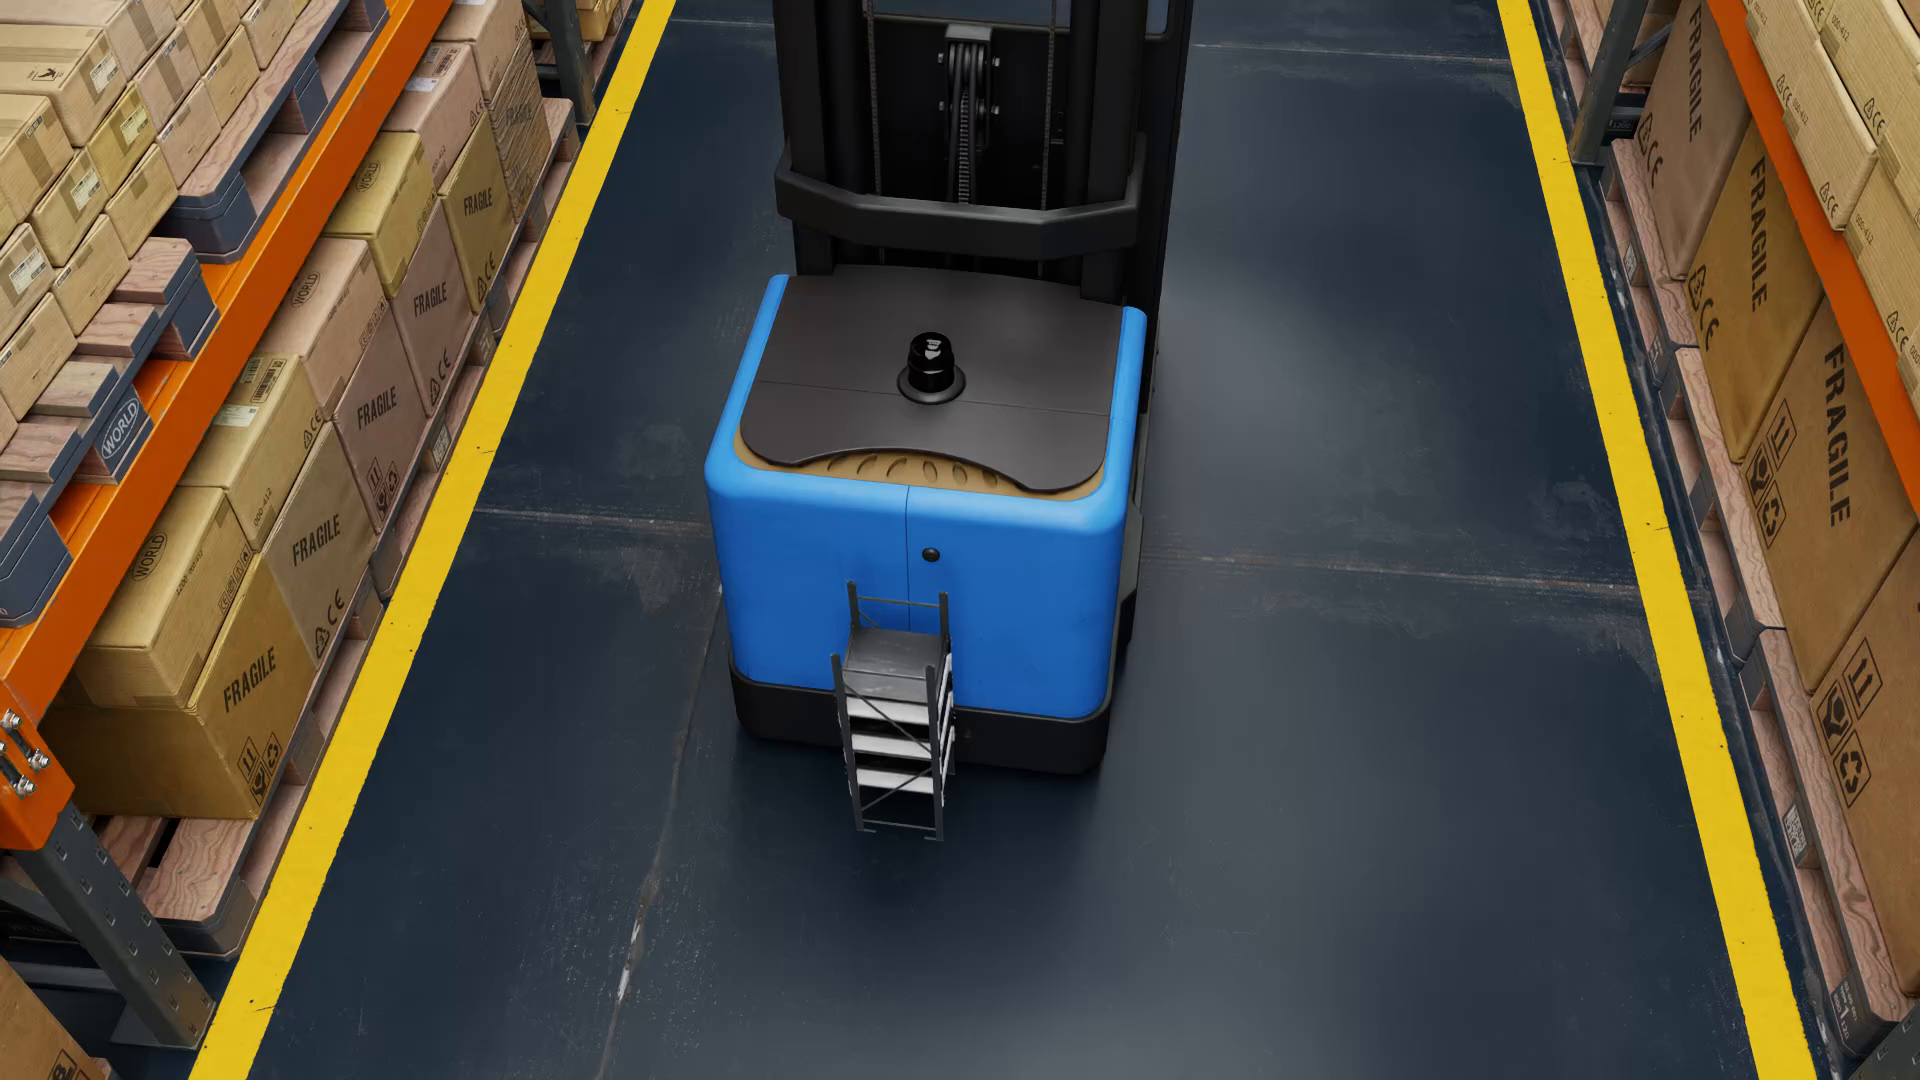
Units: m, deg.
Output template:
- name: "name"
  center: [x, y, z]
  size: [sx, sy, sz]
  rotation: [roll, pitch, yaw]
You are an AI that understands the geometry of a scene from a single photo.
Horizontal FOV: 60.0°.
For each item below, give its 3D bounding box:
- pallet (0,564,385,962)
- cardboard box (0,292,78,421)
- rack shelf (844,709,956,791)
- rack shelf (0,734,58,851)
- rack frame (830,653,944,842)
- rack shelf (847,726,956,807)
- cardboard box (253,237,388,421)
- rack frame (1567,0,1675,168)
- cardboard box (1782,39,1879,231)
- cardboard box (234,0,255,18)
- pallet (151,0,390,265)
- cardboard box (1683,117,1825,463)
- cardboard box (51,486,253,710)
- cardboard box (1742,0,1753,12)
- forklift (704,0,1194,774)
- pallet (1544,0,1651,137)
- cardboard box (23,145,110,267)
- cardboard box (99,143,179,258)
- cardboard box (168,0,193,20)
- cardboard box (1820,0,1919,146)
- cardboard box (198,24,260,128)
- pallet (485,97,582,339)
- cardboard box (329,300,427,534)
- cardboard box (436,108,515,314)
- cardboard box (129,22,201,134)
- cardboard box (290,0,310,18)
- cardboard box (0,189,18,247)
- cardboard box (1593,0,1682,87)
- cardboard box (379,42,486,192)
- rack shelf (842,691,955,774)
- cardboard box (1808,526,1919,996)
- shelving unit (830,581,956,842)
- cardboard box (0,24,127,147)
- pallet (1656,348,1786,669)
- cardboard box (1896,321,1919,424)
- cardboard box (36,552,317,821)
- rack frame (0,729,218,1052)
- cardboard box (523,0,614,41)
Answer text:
- name: "pallet"
  center: [-2.296, 0.536, 4.617]
  size: [1.003, 0.211, 1.213]
  rotation: [4, 48, 4]
- name: "cardboard box"
  center: [-2.103, -0.400, 3.469]
  size: [0.380, 0.149, 0.250]
  rotation: [6, 48, 5]
- name: "rack shelf"
  center: [-0.153, 0.528, 4.310]
  size: [0.258, 0.077, 0.200]
  rotation: [6, 55, 6]
- name: "rack shelf"
  center: [-2.551, 1.882, 1.984]
  size: [1.077, 0.370, 4.000]
  rotation: [4, 48, 4]
- name: "rack frame"
  center: [-0.170, 0.538, 4.151]
  size: [0.240, 0.900, 0.006]
  rotation: [6, 55, 6]
- name: "rack shelf"
  center: [-0.151, 0.581, 4.383]
  size: [0.258, 0.077, 0.200]
  rotation: [6, 55, 6]
- name: "cardboard box"
  center: [-1.961, -0.608, 4.674]
  size: [0.500, 0.250, 0.500]
  rotation: [4, 48, 4]
- name: "rack frame"
  center: [2.934, -2.512, 5.514]
  size: [1.000, 3.000, 0.127]
  rotation: [4, 48, 4]
- name: "cardboard box"
  center: [2.468, -1.033, 4.263]
  size: [0.500, 0.250, 0.500]
  rotation: [3, 48, 3]
- name: "cardboard box"
  center: [-1.988, -1.475, 4.250]
  size: [0.380, 0.149, 0.250]
  rotation: [5, 48, 5]
- name: "pallet"
  center: [-2.229, -1.224, 4.466]
  size: [1.003, 0.211, 1.213]
  rotation: [4, 48, 4]
- name: "cardboard box"
  center: [2.883, -0.811, 5.114]
  size: [0.875, 0.875, 0.875]
  rotation: [5, 48, 5]
- name: "cardboard box"
  center: [-2.065, 0.128, 4.002]
  size: [0.500, 0.250, 0.500]
  rotation: [2, 48, 2]
- name: "cardboard box"
  center: [2.585, -1.775, 4.942]
  size: [0.500, 0.250, 0.500]
  rotation: [3, 48, 3]
- name: "forklift"
  center: [0.092, -1.449, 4.589]
  size: [1.130, 2.935, 3.031]
  rotation: [6, 48, 6]
- name: "pallet"
  center: [3.081, -2.124, 7.050]
  size: [1.003, 0.211, 1.213]
  rotation: [4, 48, 4]
- name: "cardboard box"
  center: [-2.081, -0.726, 3.565]
  size: [0.380, 0.149, 0.250]
  rotation: [3, 48, 2]
- name: "cardboard box"
  center: [-2.056, -0.797, 3.832]
  size: [0.380, 0.149, 0.250]
  rotation: [6, 48, 5]
- name: "cardboard box"
  center: [-2.016, -1.381, 3.963]
  size: [0.380, 0.149, 0.250]
  rotation: [5, 48, 5]
- name: "cardboard box"
  center: [2.477, -1.200, 4.077]
  size: [0.500, 0.250, 0.500]
  rotation: [3, 48, 2]
- name: "cardboard box"
  center: [-2.008, -1.177, 4.180]
  size: [0.380, 0.149, 0.250]
  rotation: [4, 48, 4]
- name: "pallet"
  center: [-2.074, -1.257, 6.257]
  size: [1.003, 0.211, 1.213]
  rotation: [4, 48, 4]
- name: "cardboard box"
  center: [-1.966, -0.379, 4.973]
  size: [0.500, 0.500, 0.500]
  rotation: [3, 48, 3]
- name: "cardboard box"
  center: [-1.868, -1.131, 5.661]
  size: [0.500, 0.500, 0.500]
  rotation: [3, 48, 3]
- name: "cardboard box"
  center: [-2.035, -1.094, 3.902]
  size: [0.380, 0.149, 0.250]
  rotation: [4, 48, 4]
- name: "cardboard box"
  center: [-1.959, -1.564, 4.534]
  size: [0.380, 0.149, 0.250]
  rotation: [6, 48, 5]
- name: "cardboard box"
  center: [-2.112, -0.613, 3.260]
  size: [0.380, 0.149, 0.250]
  rotation: [3, 48, 2]
- name: "cardboard box"
  center: [3.098, -2.243, 6.720]
  size: [0.875, 0.438, 0.875]
  rotation: [3, 48, 3]
- name: "cardboard box"
  center: [-1.881, -1.380, 5.381]
  size: [0.500, 0.250, 0.500]
  rotation: [6, 48, 5]
- name: "rack shelf"
  center: [-0.154, 0.476, 4.237]
  size: [0.258, 0.077, 0.200]
  rotation: [6, 55, 6]
- name: "cardboard box"
  center: [2.715, 0.501, 3.914]
  size: [0.875, 0.875, 0.875]
  rotation: [3, 48, 3]
- name: "shelving unit"
  center: [-0.155, 0.456, 4.210]
  size: [0.258, 0.900, 0.210]
  rotation: [6, 55, 6]
- name: "cardboard box"
  center: [-2.061, -0.987, 3.603]
  size: [0.380, 0.149, 0.250]
  rotation: [2, 48, 2]
- name: "pallet"
  center: [2.830, -0.099, 5.198]
  size: [1.003, 0.211, 1.213]
  rotation: [4, 48, 4]
- name: "cardboard box"
  center: [2.388, -0.287, 3.582]
  size: [0.500, 0.250, 0.500]
  rotation: [5, 48, 4]
- name: "cardboard box"
  center: [-2.051, 0.368, 4.290]
  size: [0.500, 0.500, 0.500]
  rotation: [2, 48, 2]
- name: "rack frame"
  center: [-2.369, 0.169, 3.063]
  size: [1.000, 3.000, 0.127]
  rotation: [4, 48, 4]
- name: "cardboard box"
  center: [-1.651, -2.196, 6.873]
  size: [0.380, 0.149, 0.250]
  rotation: [2, 48, 2]
